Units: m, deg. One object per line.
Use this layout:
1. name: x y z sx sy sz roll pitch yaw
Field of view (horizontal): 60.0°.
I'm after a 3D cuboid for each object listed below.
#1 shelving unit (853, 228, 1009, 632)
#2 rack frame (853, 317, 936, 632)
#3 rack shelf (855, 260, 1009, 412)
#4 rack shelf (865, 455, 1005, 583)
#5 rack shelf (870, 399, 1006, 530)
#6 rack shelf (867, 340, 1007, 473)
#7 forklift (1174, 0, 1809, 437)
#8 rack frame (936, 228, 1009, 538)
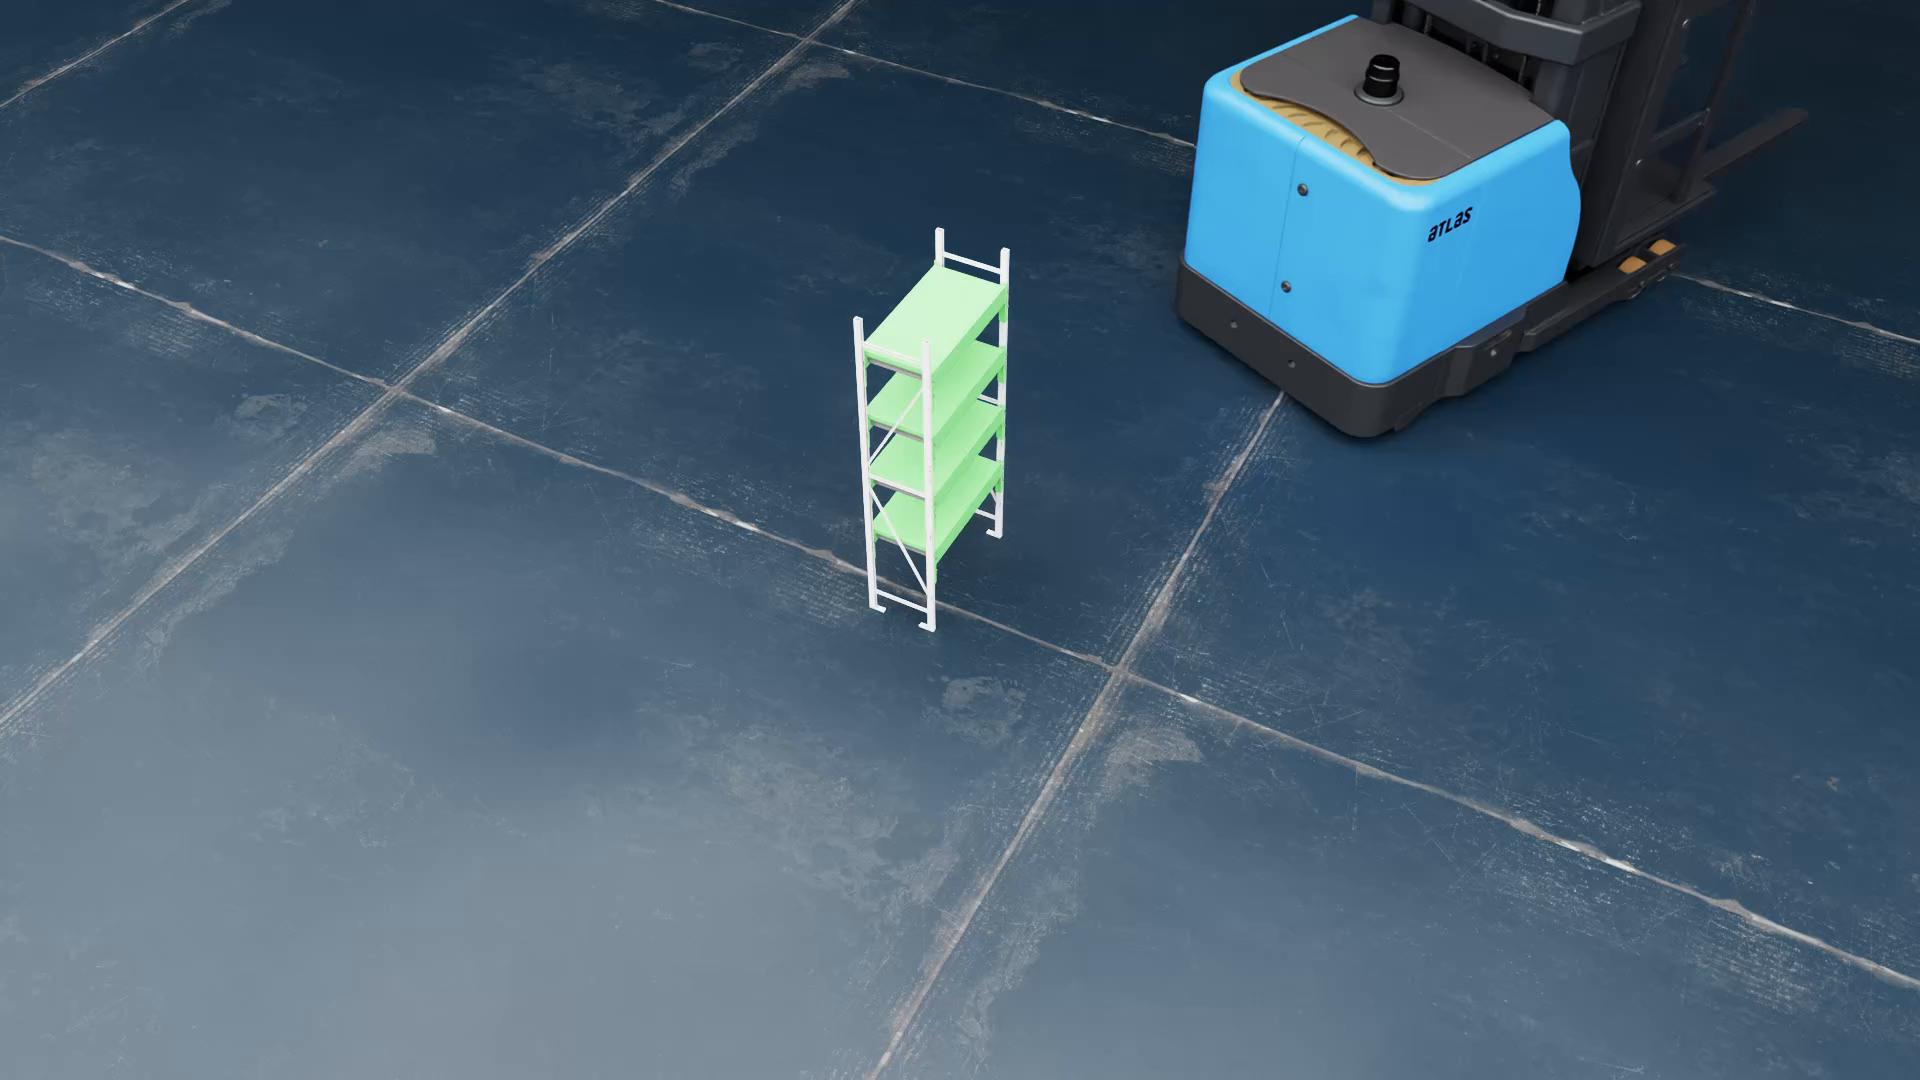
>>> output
1. shelving unit: -0.077 -0.317 5.220 0.258 1.200 0.503 20 49 19
2. rack frame: -0.190 -0.164 5.068 0.240 1.200 0.015 20 49 19
3. rack shelf: -0.077 -0.610 4.924 0.258 0.148 0.480 20 49 19
4. rack shelf: -0.077 -0.104 5.436 0.258 0.148 0.480 20 49 19
5. rack shelf: -0.077 -0.273 5.266 0.258 0.148 0.480 20 49 19
6. rack shelf: -0.077 -0.441 5.095 0.258 0.148 0.480 20 49 19
7. forklift: 2.321 -2.274 5.936 3.031 2.935 1.130 -29 52 -26
8. rack frame: 0.036 -0.471 5.372 0.240 1.200 0.015 20 49 19
